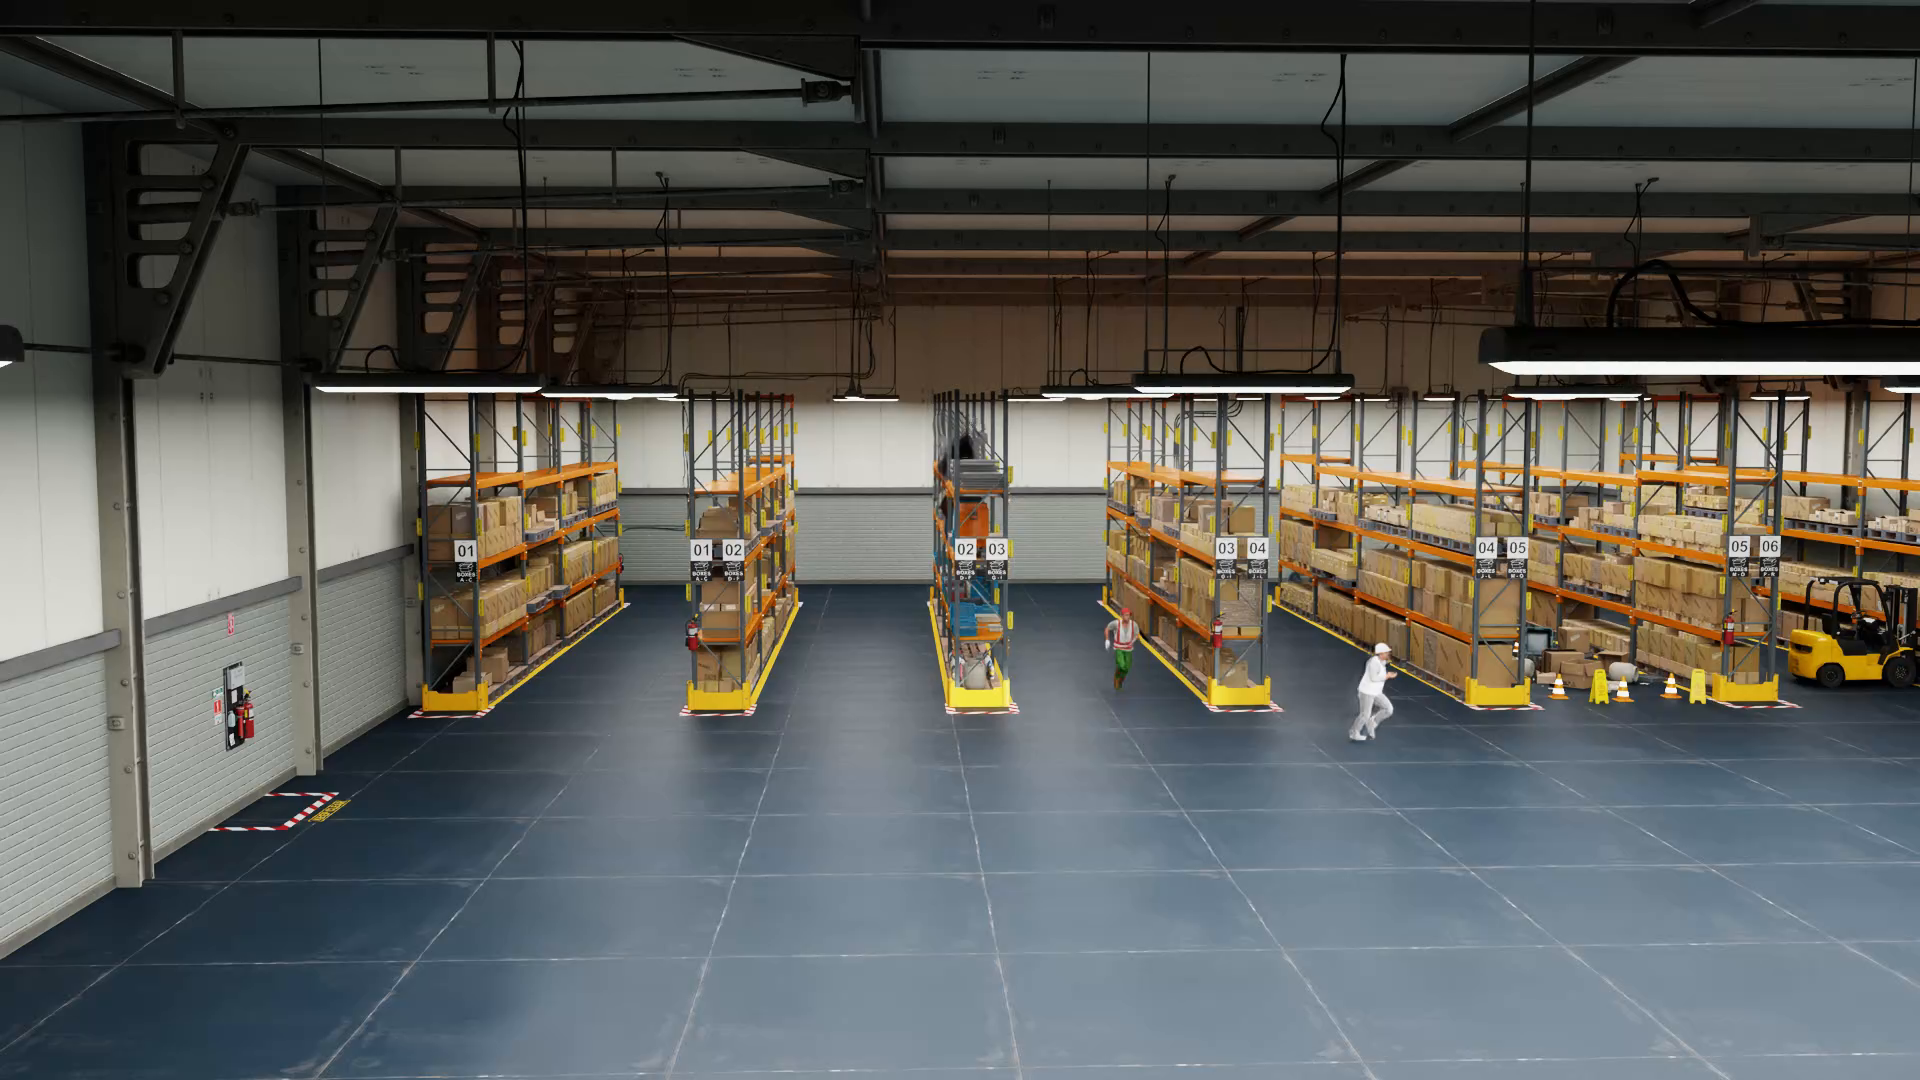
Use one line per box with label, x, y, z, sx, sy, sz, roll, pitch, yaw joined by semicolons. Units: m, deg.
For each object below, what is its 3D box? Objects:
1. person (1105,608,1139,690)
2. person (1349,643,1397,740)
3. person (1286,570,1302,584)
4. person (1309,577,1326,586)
person;3.231;2.165;32.813;0.618;1.686;0.768;-1;5;-16
person;6.979;2.564;28.042;0.855;1.696;0.637;4;6;37
person;9.849;0.889;48.743;0.718;1.805;0.696;1;5;12
person;10.543;0.887;48.865;0.587;1.722;0.703;-1;5;-7
